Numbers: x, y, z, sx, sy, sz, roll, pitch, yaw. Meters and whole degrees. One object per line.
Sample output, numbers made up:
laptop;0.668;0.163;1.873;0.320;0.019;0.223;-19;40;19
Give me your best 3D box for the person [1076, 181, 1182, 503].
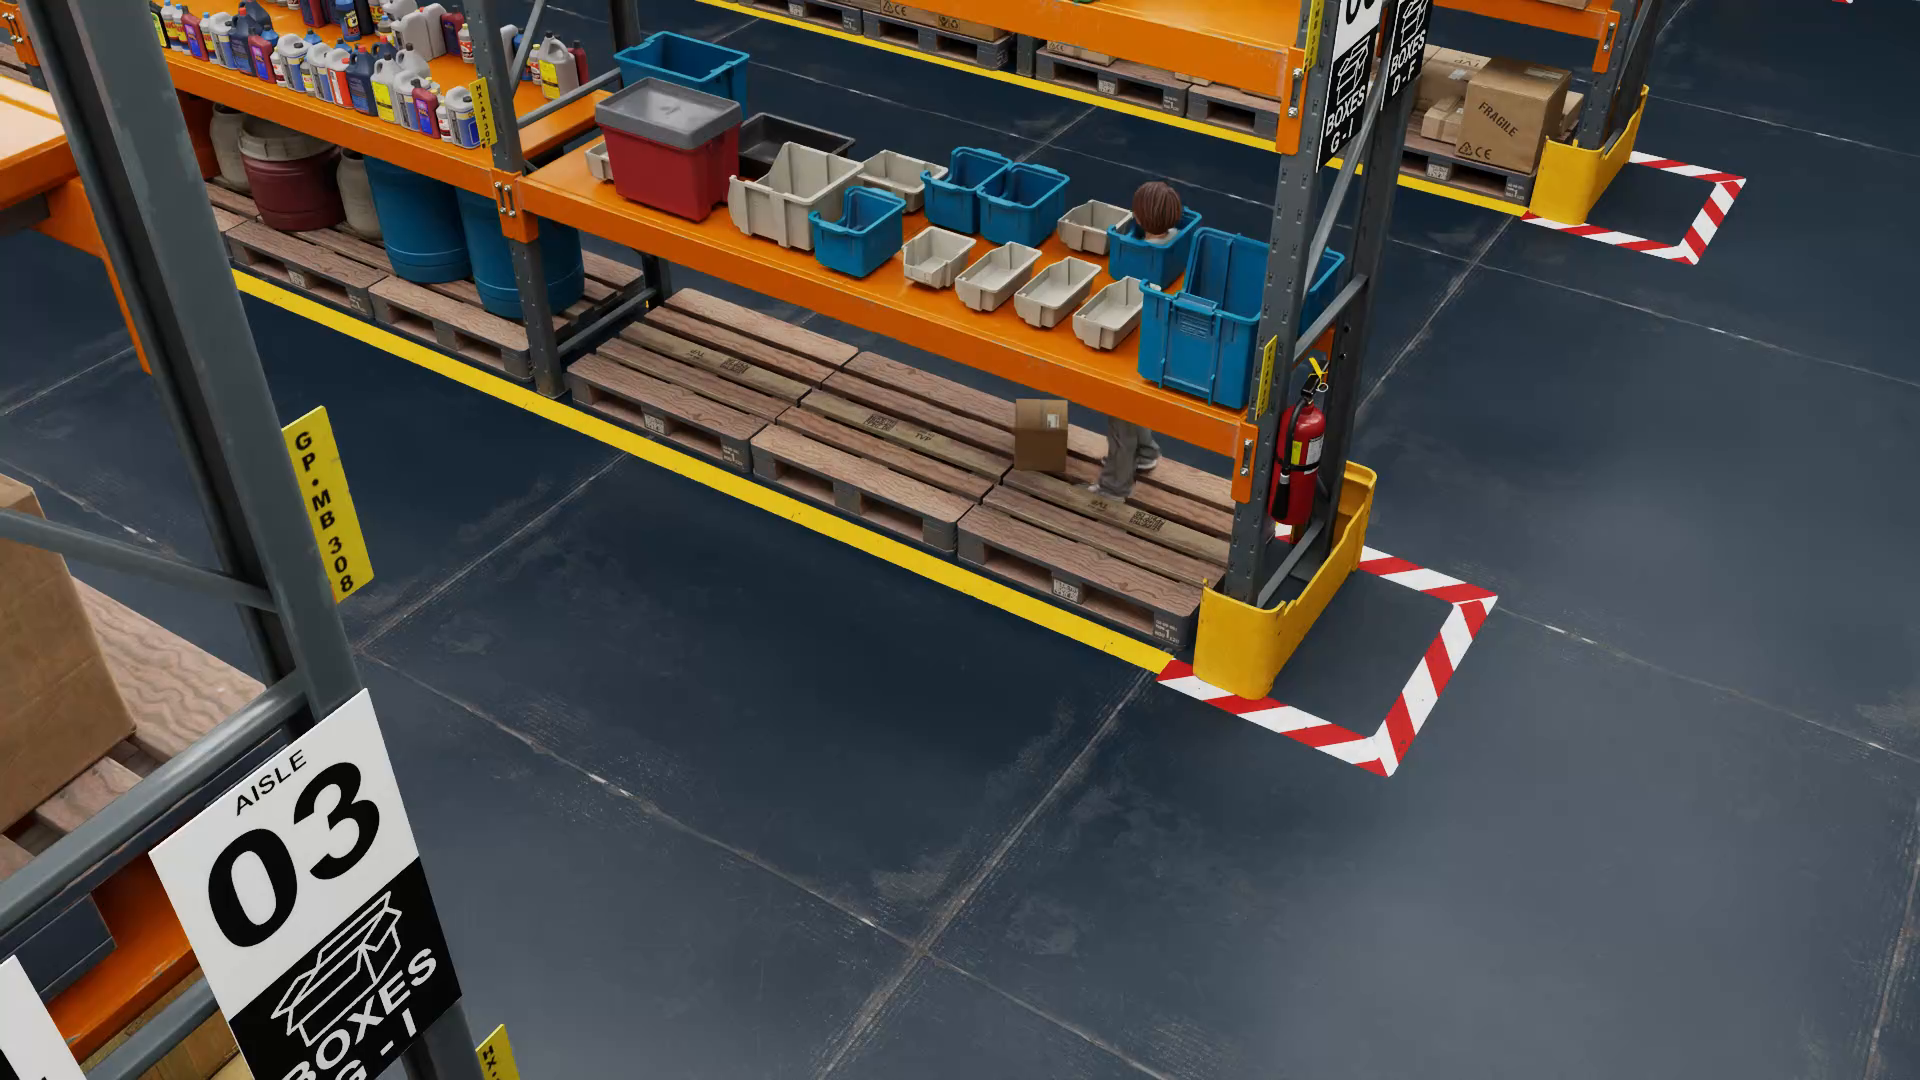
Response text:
person;0.776;-0.897;7.584;0.362;1.608;0.467;21;44;24
